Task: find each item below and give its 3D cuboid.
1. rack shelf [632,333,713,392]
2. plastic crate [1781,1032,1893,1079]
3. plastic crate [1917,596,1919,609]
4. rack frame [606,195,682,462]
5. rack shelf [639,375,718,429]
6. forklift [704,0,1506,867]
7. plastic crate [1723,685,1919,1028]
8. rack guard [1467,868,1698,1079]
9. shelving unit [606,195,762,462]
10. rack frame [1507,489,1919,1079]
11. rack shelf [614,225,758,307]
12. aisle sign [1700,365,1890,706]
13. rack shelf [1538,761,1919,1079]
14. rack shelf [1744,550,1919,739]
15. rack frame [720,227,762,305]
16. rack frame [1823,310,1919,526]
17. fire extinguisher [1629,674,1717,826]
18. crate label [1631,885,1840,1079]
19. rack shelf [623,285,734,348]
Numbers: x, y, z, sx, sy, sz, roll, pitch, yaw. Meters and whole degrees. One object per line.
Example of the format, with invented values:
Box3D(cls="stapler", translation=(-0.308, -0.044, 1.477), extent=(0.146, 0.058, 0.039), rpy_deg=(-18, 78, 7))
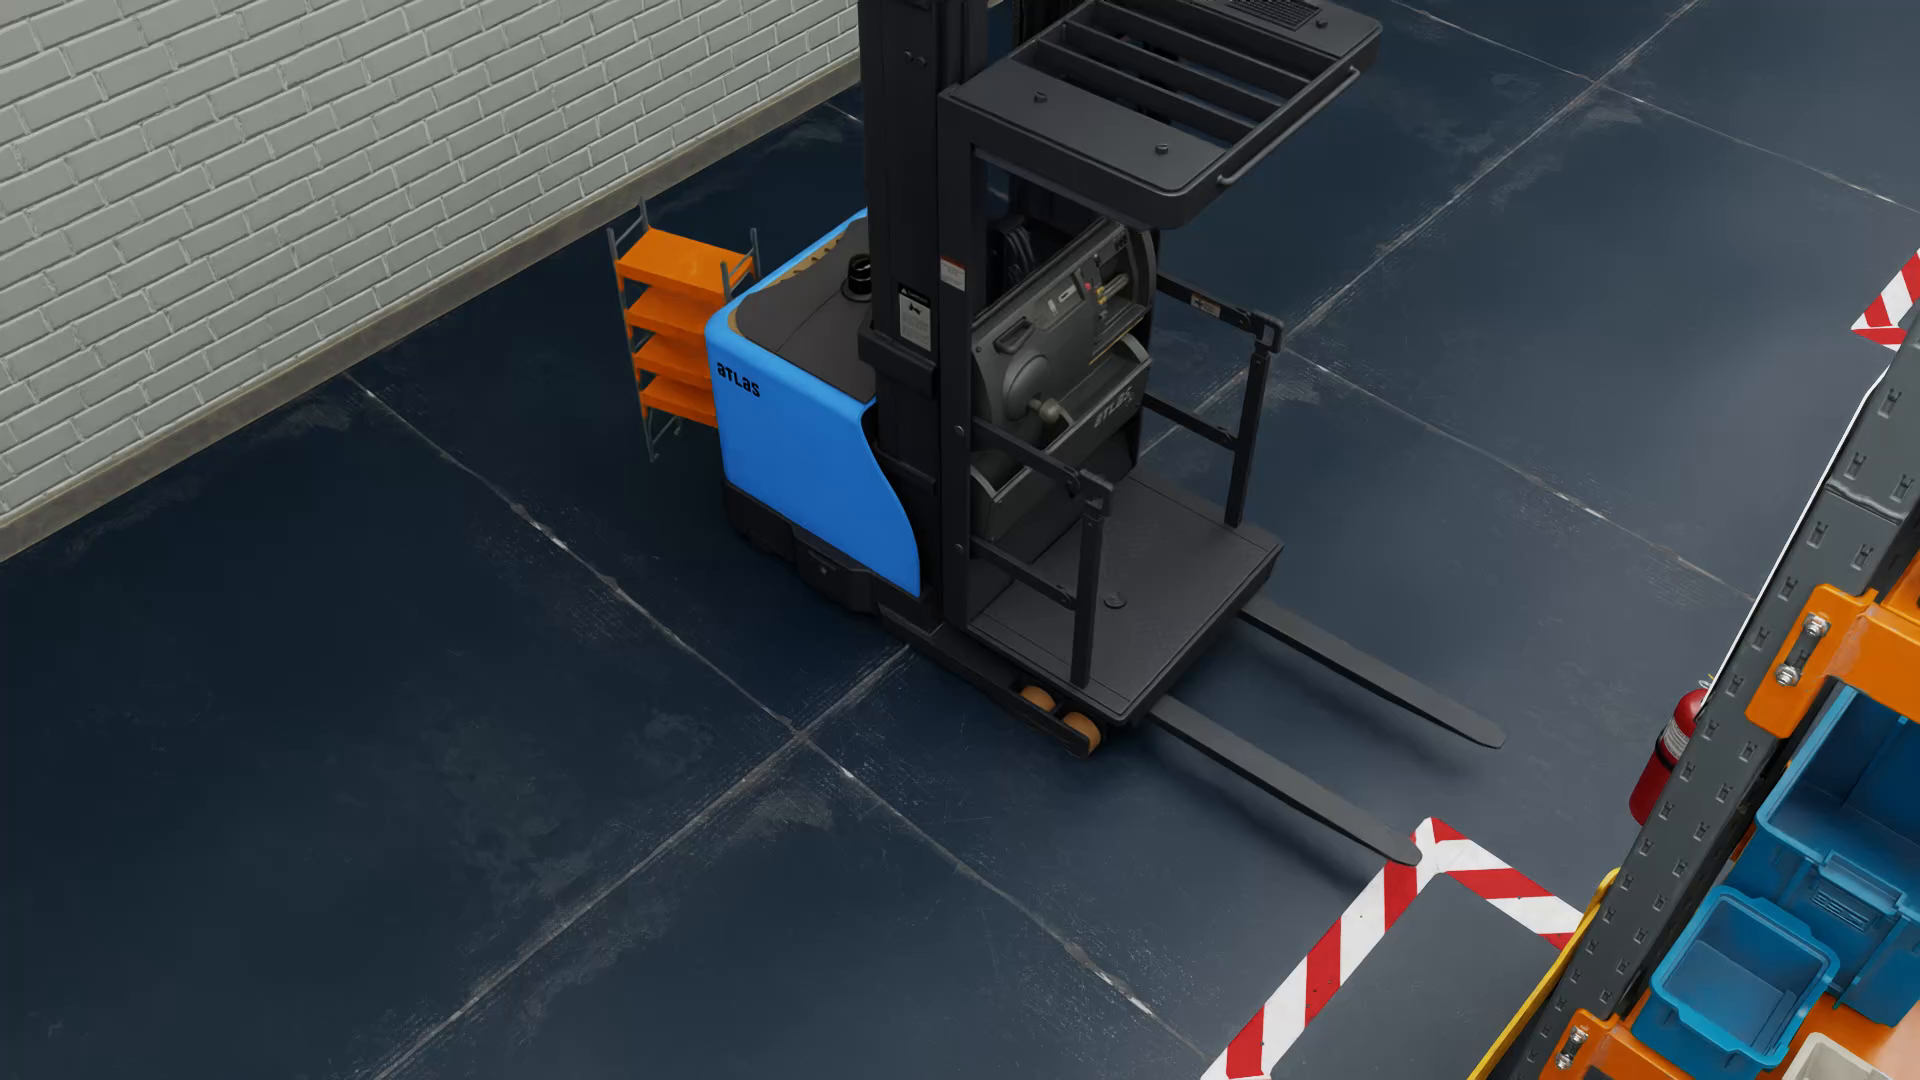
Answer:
Box3D(cls="rack shelf", translation=(-1.038, -0.702, 6.678), extent=(0.480, 0.148, 0.258), rpy_deg=(18, 49, 17))
Box3D(cls="plastic crate", translation=(1.932, 1.277, 3.633), extent=(0.298, 0.136, 0.250), rpy_deg=(34, 55, 28))
Box3D(cls="plastic crate", translation=(1.888, 0.064, 2.665), extent=(0.590, 0.269, 0.497), rpy_deg=(34, 55, 28))
Box3D(cls="rack frame", translation=(-1.260, -0.822, 6.698), extent=(0.015, 1.200, 0.240), rpy_deg=(18, 49, 17))
Box3D(cls="rack shelf", translation=(-1.038, -0.566, 6.823), extent=(0.480, 0.148, 0.258), rpy_deg=(18, 49, 17))
Box3D(cls="forklift", translation=(0.518, -0.661, 5.360), extent=(3.031, 2.935, 1.130), rpy_deg=(30, 54, 25))
Box3D(cls="plastic crate", translation=(2.167, 0.739, 3.933), extent=(0.499, 0.435, 0.616), rpy_deg=(34, 55, 28))
Box3D(cls="rack guard", translation=(1.767, 1.557, 4.945), extent=(0.348, 0.500, 1.175), rpy_deg=(34, 55, 28))
Box3D(cls="shelving unit", translation=(-1.038, -0.748, 6.629), extent=(0.503, 1.200, 0.258), rpy_deg=(18, 49, 17))
Box3D(cls="rack frame", translation=(1.794, 0.706, 4.029), extent=(0.127, 3.000, 1.000), rpy_deg=(34, 55, 28))
Box3D(cls="rack shelf", translation=(-1.038, -1.017, 6.343), extent=(0.480, 0.148, 0.258), rpy_deg=(18, 49, 17))
Box3D(cls="aisle sign", translation=(1.540, -0.060, 2.966), extent=(0.004, 0.787, 0.394), rpy_deg=(34, 55, 28))
Box3D(cls="rack shelf", translation=(3.264, 1.941, 3.363), extent=(4.000, 0.370, 1.077), rpy_deg=(34, 55, 28))
Box3D(cls="rack shelf", translation=(3.264, 0.915, 2.270), extent=(4.000, 0.370, 1.077), rpy_deg=(34, 55, 28))
Box3D(cls="rack frame", translation=(-0.816, -0.674, 6.560), extent=(0.015, 1.200, 0.240), rpy_deg=(18, 49, 17))
Box3D(cls="rack frame", translation=(1.794, -1.347, 1.842), extent=(0.127, 3.000, 1.000), rpy_deg=(34, 55, 28))
Box3D(cls="fire extinguisher", translation=(1.991, 0.542, 4.492), extent=(0.183, 0.674, 0.296), rpy_deg=(34, 55, 28))
Box3D(cls="crate label", translation=(1.752, 1.041, 3.788), extent=(0.303, 0.233, 0.416), rpy_deg=(34, 55, 28))
Box3D(cls="rack shelf", translation=(-1.038, -0.855, 6.515), extent=(0.480, 0.148, 0.258), rpy_deg=(18, 49, 17))
